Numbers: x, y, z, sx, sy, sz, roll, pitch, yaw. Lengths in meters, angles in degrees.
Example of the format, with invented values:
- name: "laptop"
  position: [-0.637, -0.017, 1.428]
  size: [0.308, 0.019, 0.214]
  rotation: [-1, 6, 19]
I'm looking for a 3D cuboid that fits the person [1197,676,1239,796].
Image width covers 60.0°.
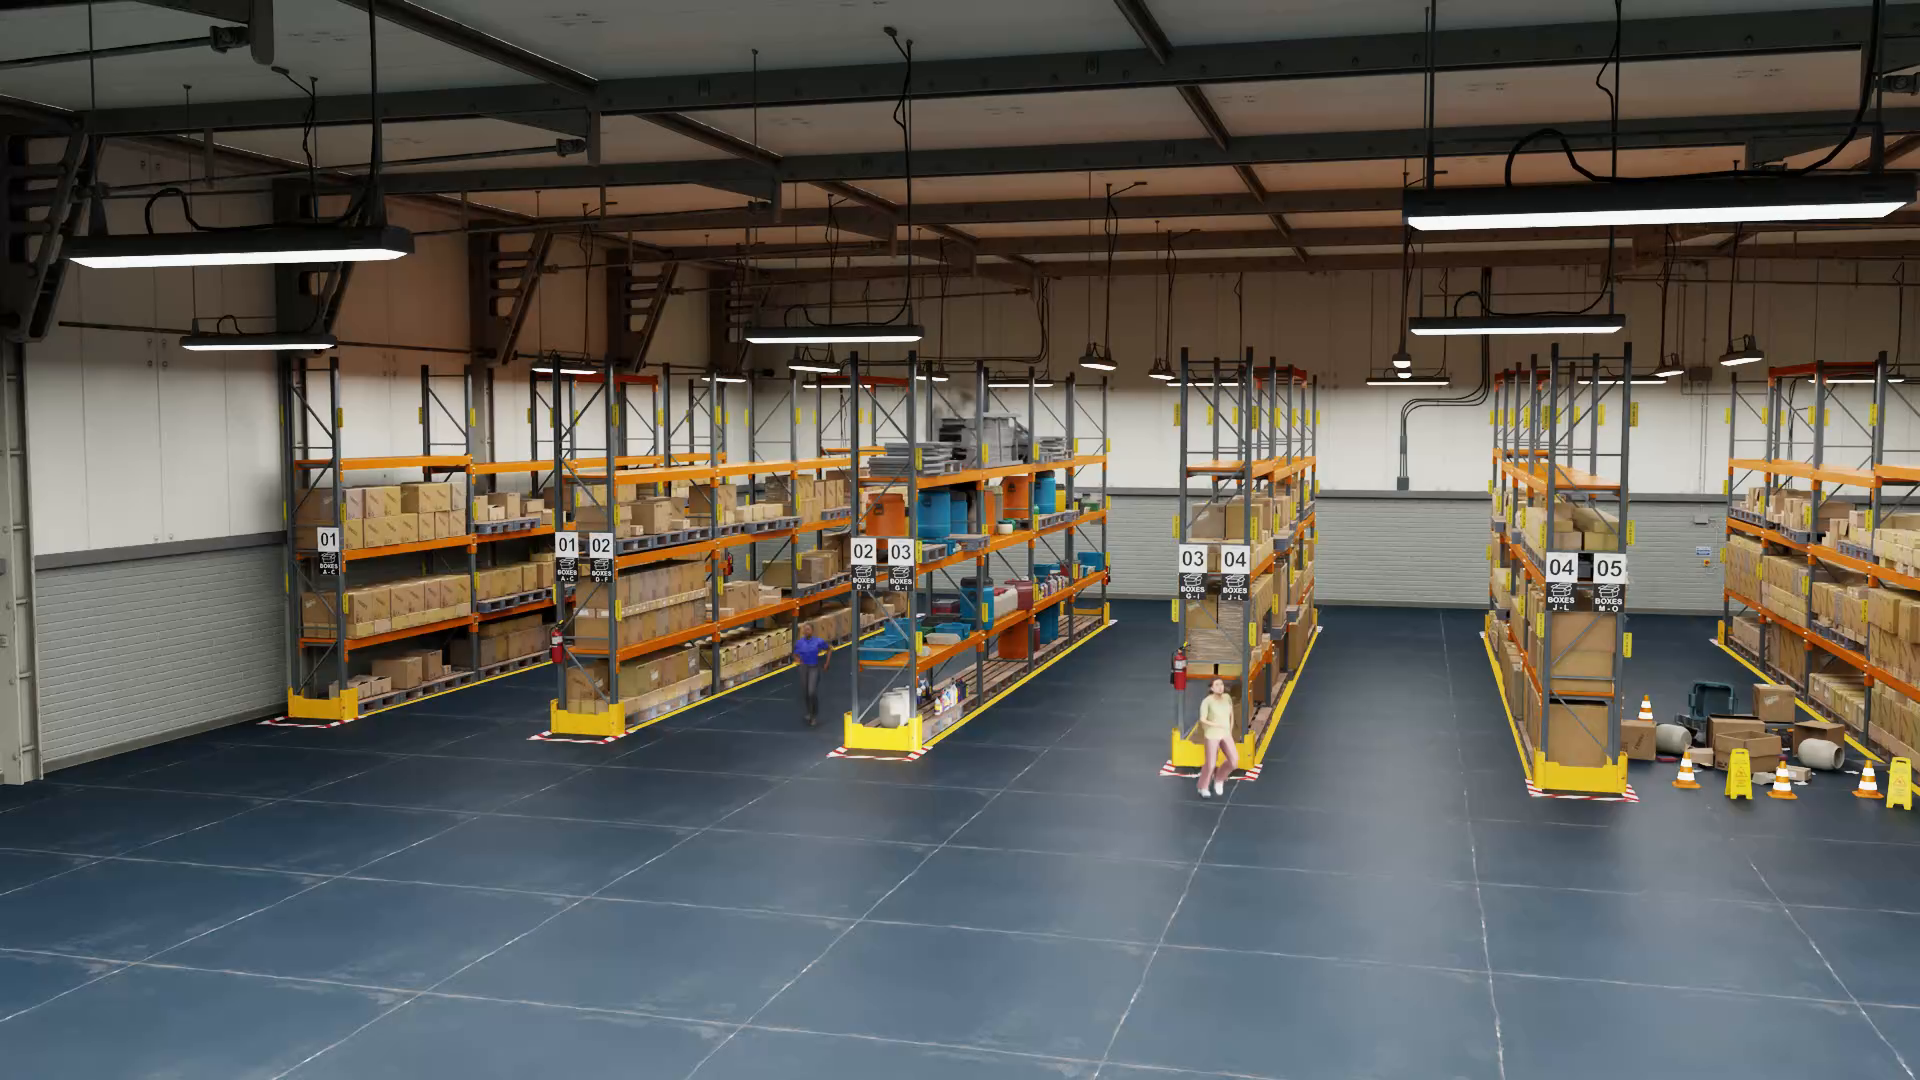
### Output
- name: "person"
  position: [3.380, 2.580, 21.751]
  size: [0.592, 1.622, 0.755]
  rotation: [-1, 4, -19]

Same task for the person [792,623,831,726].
- name: "person"
  position: [-2.440, 2.202, 27.156]
  size: [0.589, 1.717, 0.720]
  rotation: [1, 4, 12]
